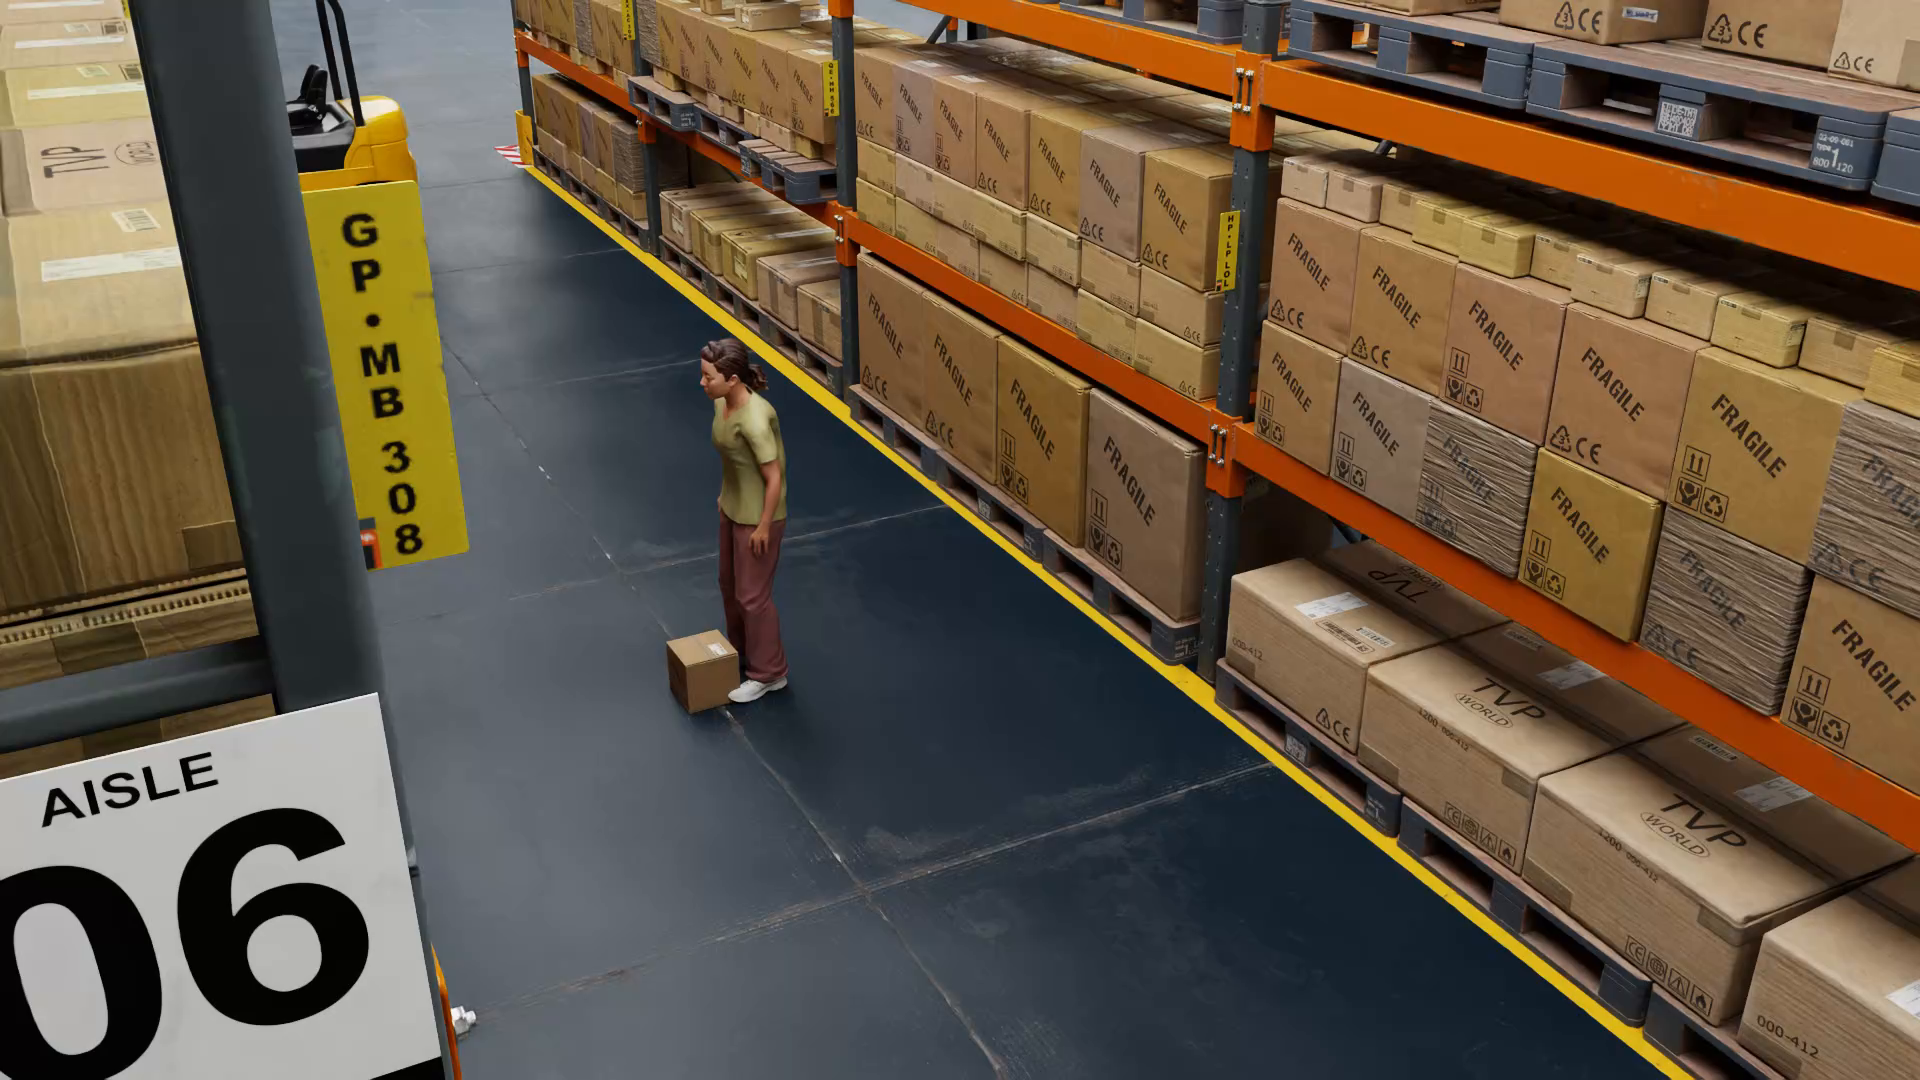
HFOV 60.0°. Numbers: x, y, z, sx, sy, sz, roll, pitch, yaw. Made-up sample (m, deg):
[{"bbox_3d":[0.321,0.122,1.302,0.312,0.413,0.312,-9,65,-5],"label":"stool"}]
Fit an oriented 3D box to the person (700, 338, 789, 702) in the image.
[{"bbox_3d":[-0.949,-0.102,7.323,0.360,1.673,0.499,-13,29,-25],"label":"person"}]
